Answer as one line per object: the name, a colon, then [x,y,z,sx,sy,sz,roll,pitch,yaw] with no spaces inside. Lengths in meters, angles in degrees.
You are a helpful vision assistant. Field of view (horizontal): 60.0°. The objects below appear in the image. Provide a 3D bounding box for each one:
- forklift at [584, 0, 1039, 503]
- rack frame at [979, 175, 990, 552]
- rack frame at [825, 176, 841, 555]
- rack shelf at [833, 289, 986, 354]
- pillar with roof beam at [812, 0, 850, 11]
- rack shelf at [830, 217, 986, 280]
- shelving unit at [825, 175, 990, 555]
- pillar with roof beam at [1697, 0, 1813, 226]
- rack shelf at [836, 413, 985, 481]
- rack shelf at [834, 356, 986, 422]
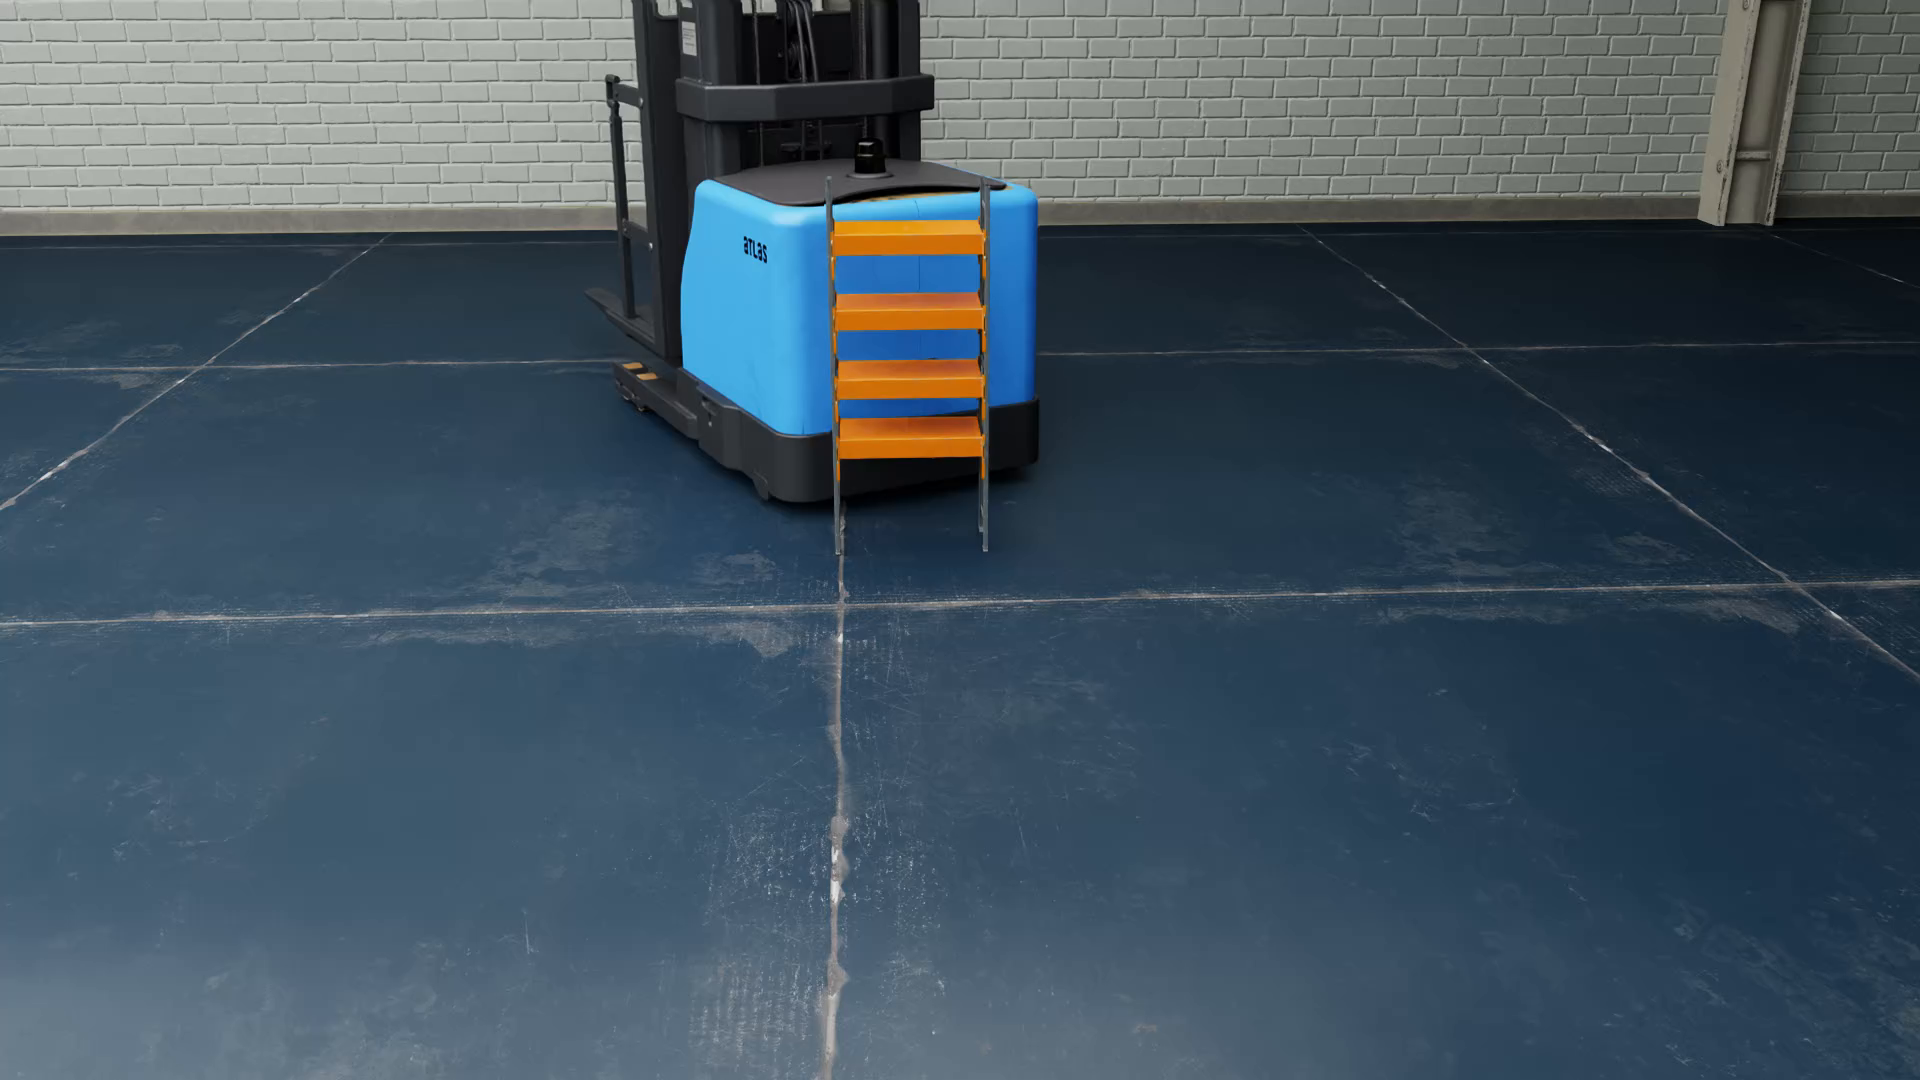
forklift: [-0.848,-1.980,6.703,1.130,2.935,3.031,-11,23,-26]
rack frame: [0.078,-0.562,5.412,0.015,1.200,0.240,-1,21,-3]
rack frame: [-0.409,-0.552,5.386,0.015,1.200,0.240,-1,21,-3]
rack shelf: [-0.165,-0.704,5.343,0.480,0.148,0.258,-1,21,-3]
pillar with roof beam: [-0.479,-4.721,5.372,0.400,9.000,9.100,-1,21,-3]
rack shelf: [-0.165,-0.925,5.259,0.480,0.148,0.258,-1,21,-3]
shelving unit: [-0.165,-0.557,5.399,0.503,1.200,0.258,-1,21,-3]
pillar with roof beam: [5.511,-4.842,5.693,0.400,9.000,9.100,-1,21,-3]
rack shelf: [-0.165,-0.309,5.493,0.480,0.148,0.258,-1,21,-3]
rack shelf: [-0.165,-0.495,5.423,0.480,0.148,0.258,-1,21,-3]
